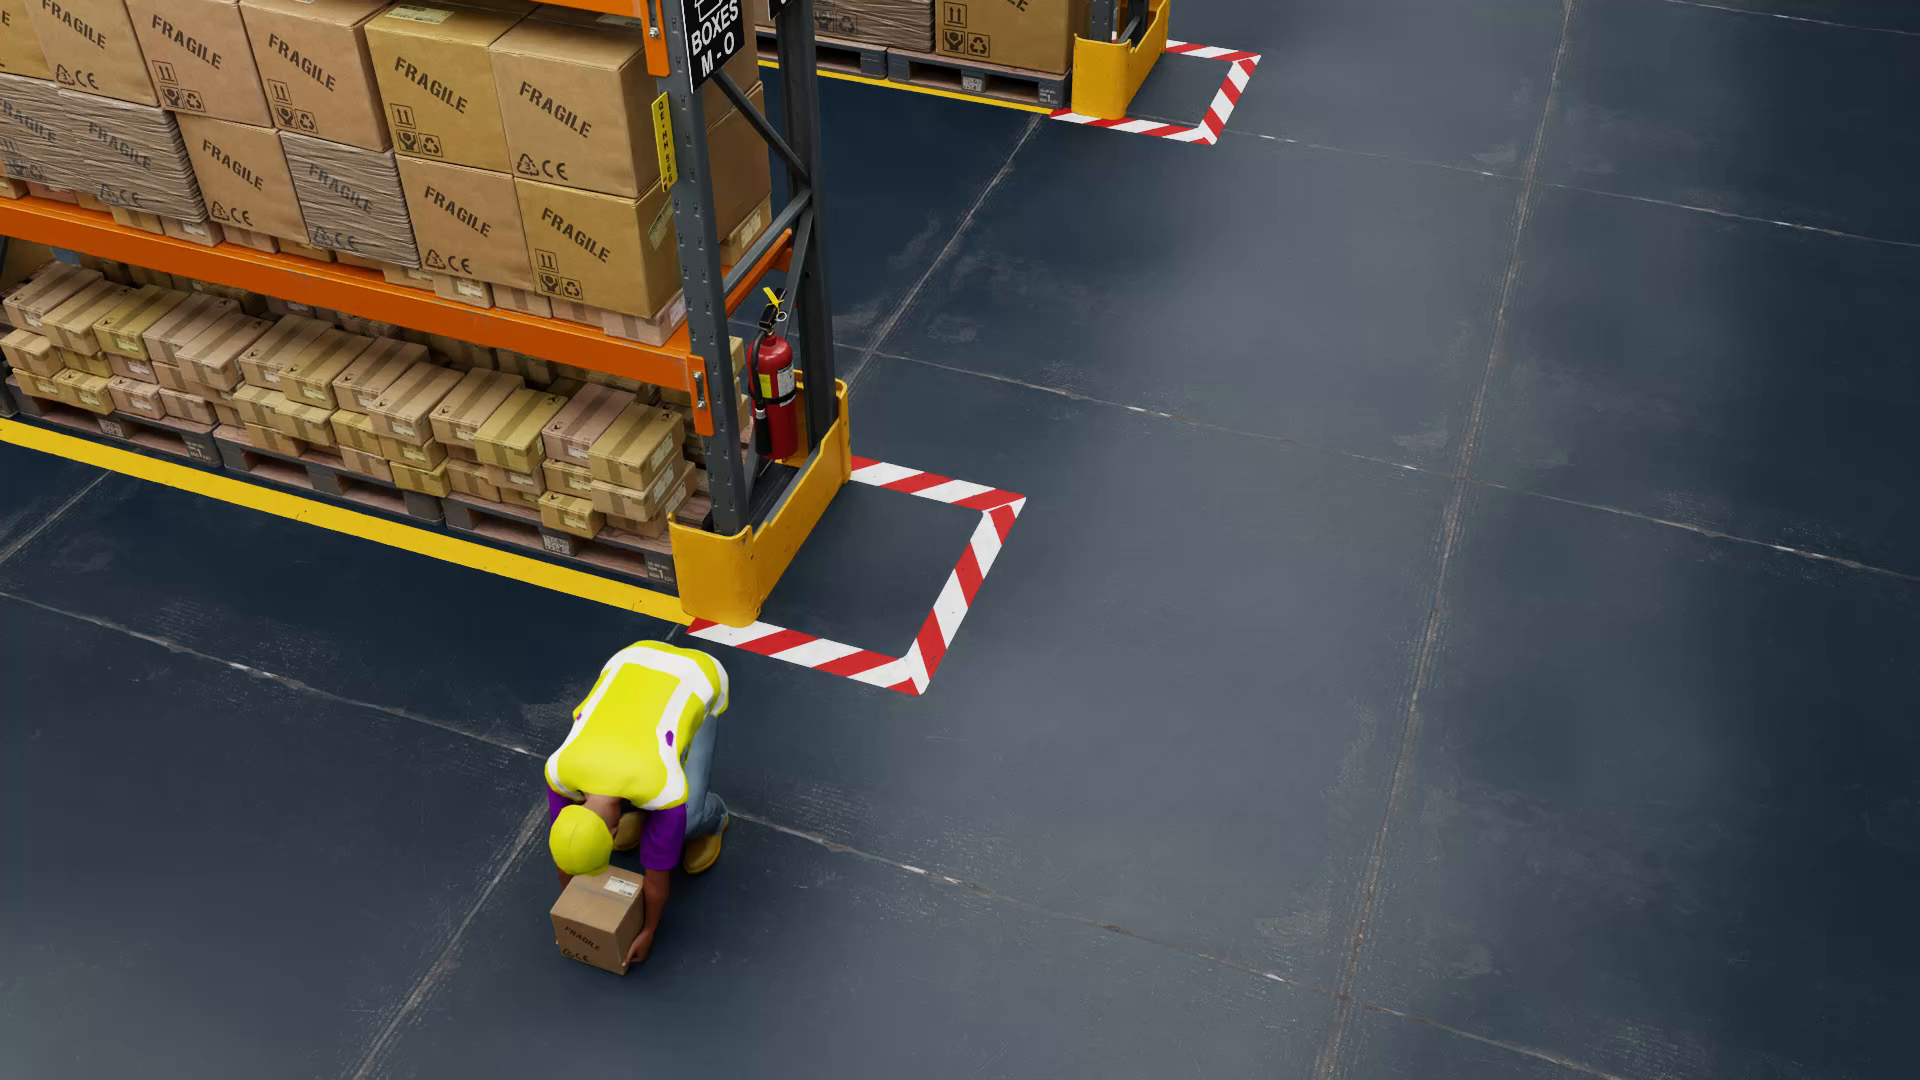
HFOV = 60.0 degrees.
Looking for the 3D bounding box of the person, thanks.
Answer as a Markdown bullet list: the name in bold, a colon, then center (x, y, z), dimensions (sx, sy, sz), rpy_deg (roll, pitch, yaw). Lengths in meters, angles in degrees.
- **person**: center (-1.120, 0.903, 5.824), dimensions (0.517, 0.862, 0.980), rpy_deg (12, 43, 14)
